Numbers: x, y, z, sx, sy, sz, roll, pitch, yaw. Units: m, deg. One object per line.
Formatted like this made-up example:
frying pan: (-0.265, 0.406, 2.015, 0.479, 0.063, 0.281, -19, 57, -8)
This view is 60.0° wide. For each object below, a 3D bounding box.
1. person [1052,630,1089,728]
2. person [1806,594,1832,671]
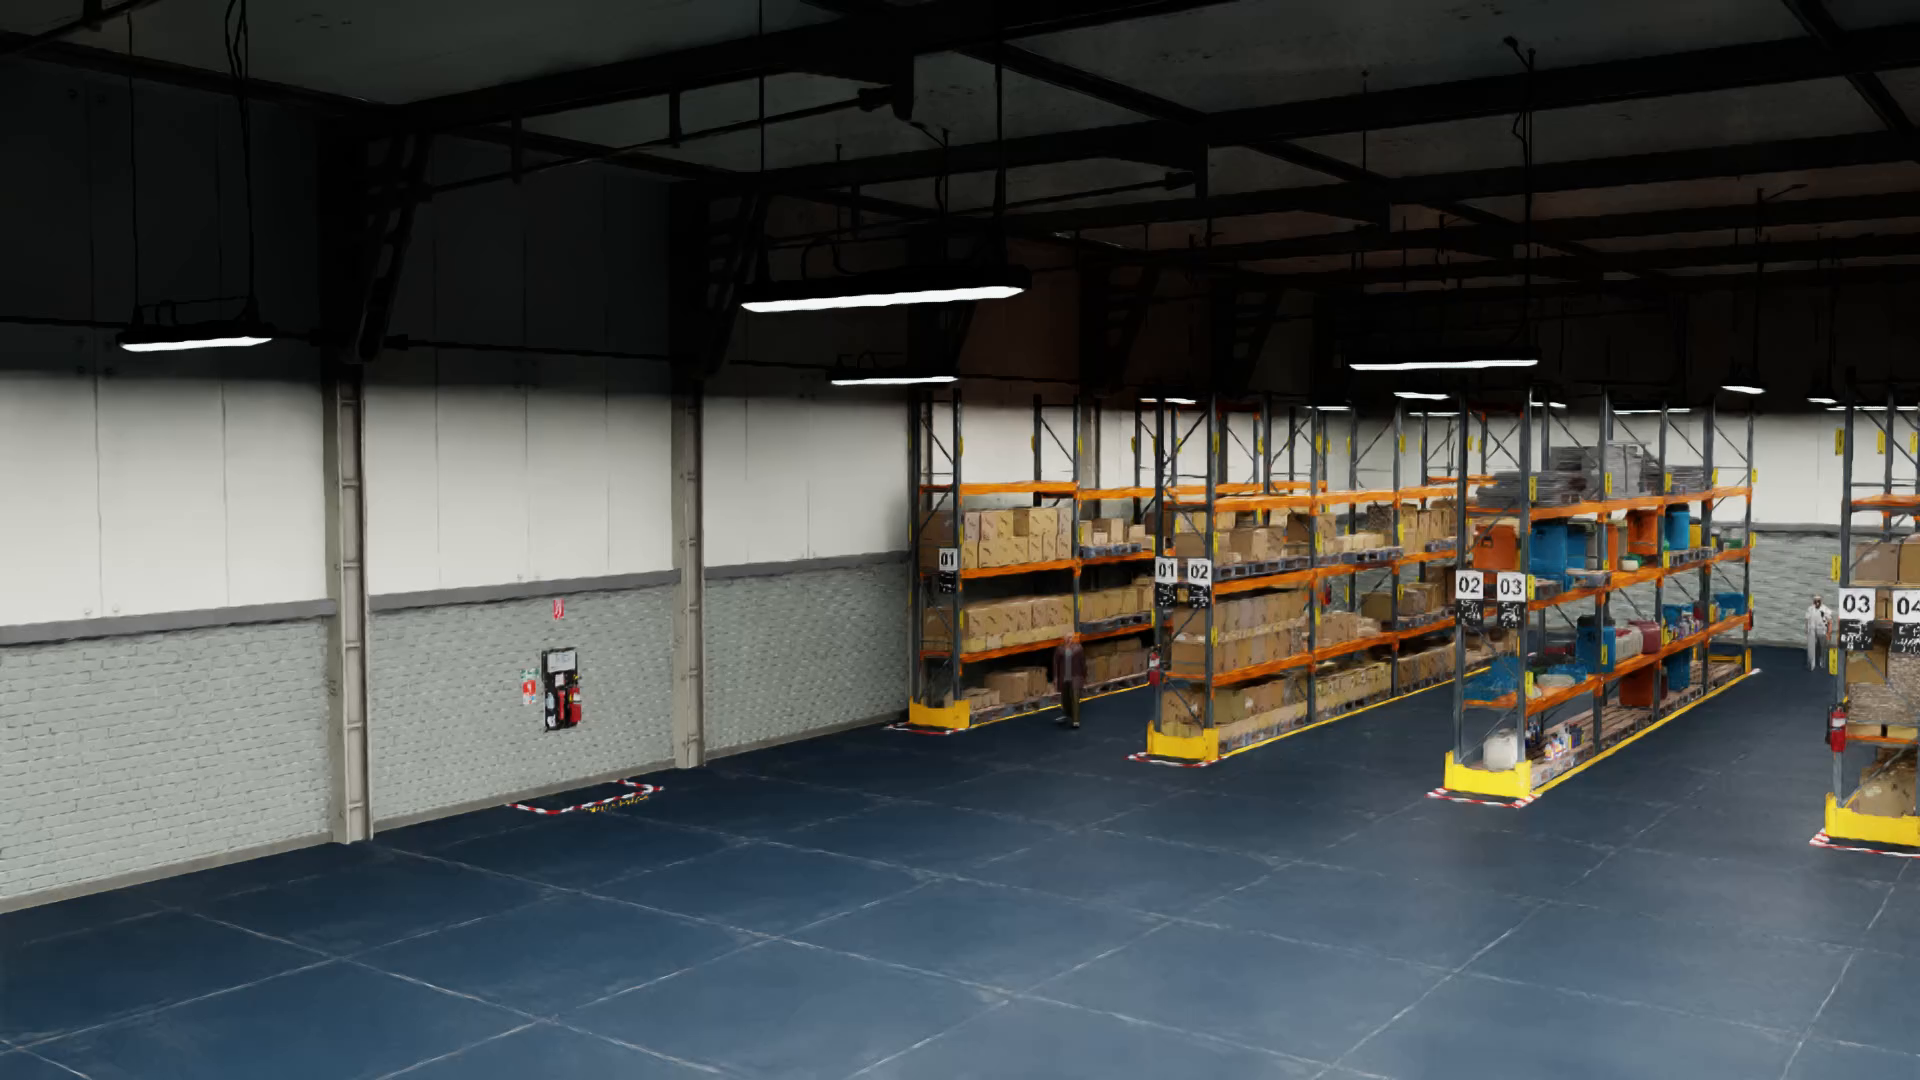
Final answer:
person: (1.950, 2.453, 29.594, 0.635, 1.735, 1.030, 1, 3, 13)
person: (19.075, 2.037, 36.943, 0.554, 1.709, 1.031, 2, 4, 34)
